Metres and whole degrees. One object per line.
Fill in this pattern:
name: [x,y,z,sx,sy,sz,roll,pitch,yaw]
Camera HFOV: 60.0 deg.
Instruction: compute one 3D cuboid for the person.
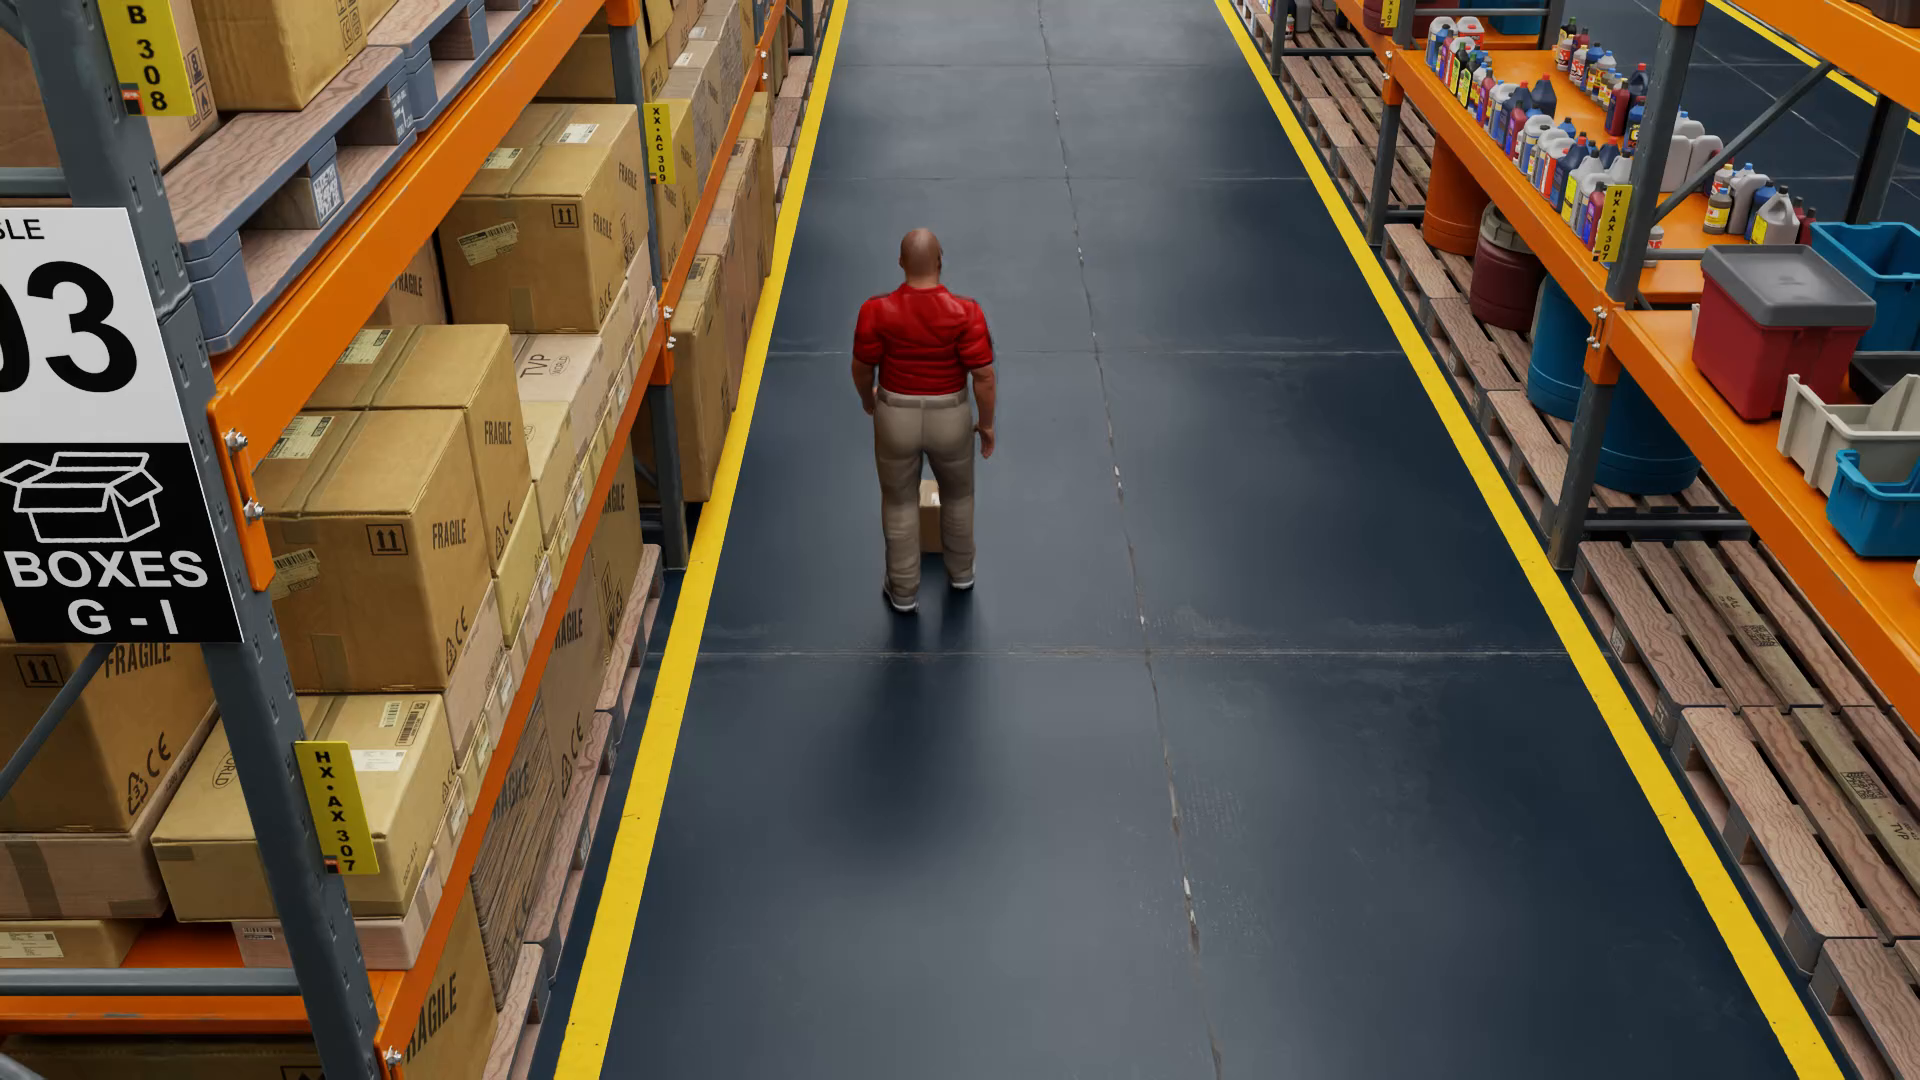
person: [-0.147,-0.525,7.018,0.590,1.751,0.514,0,31,0]
